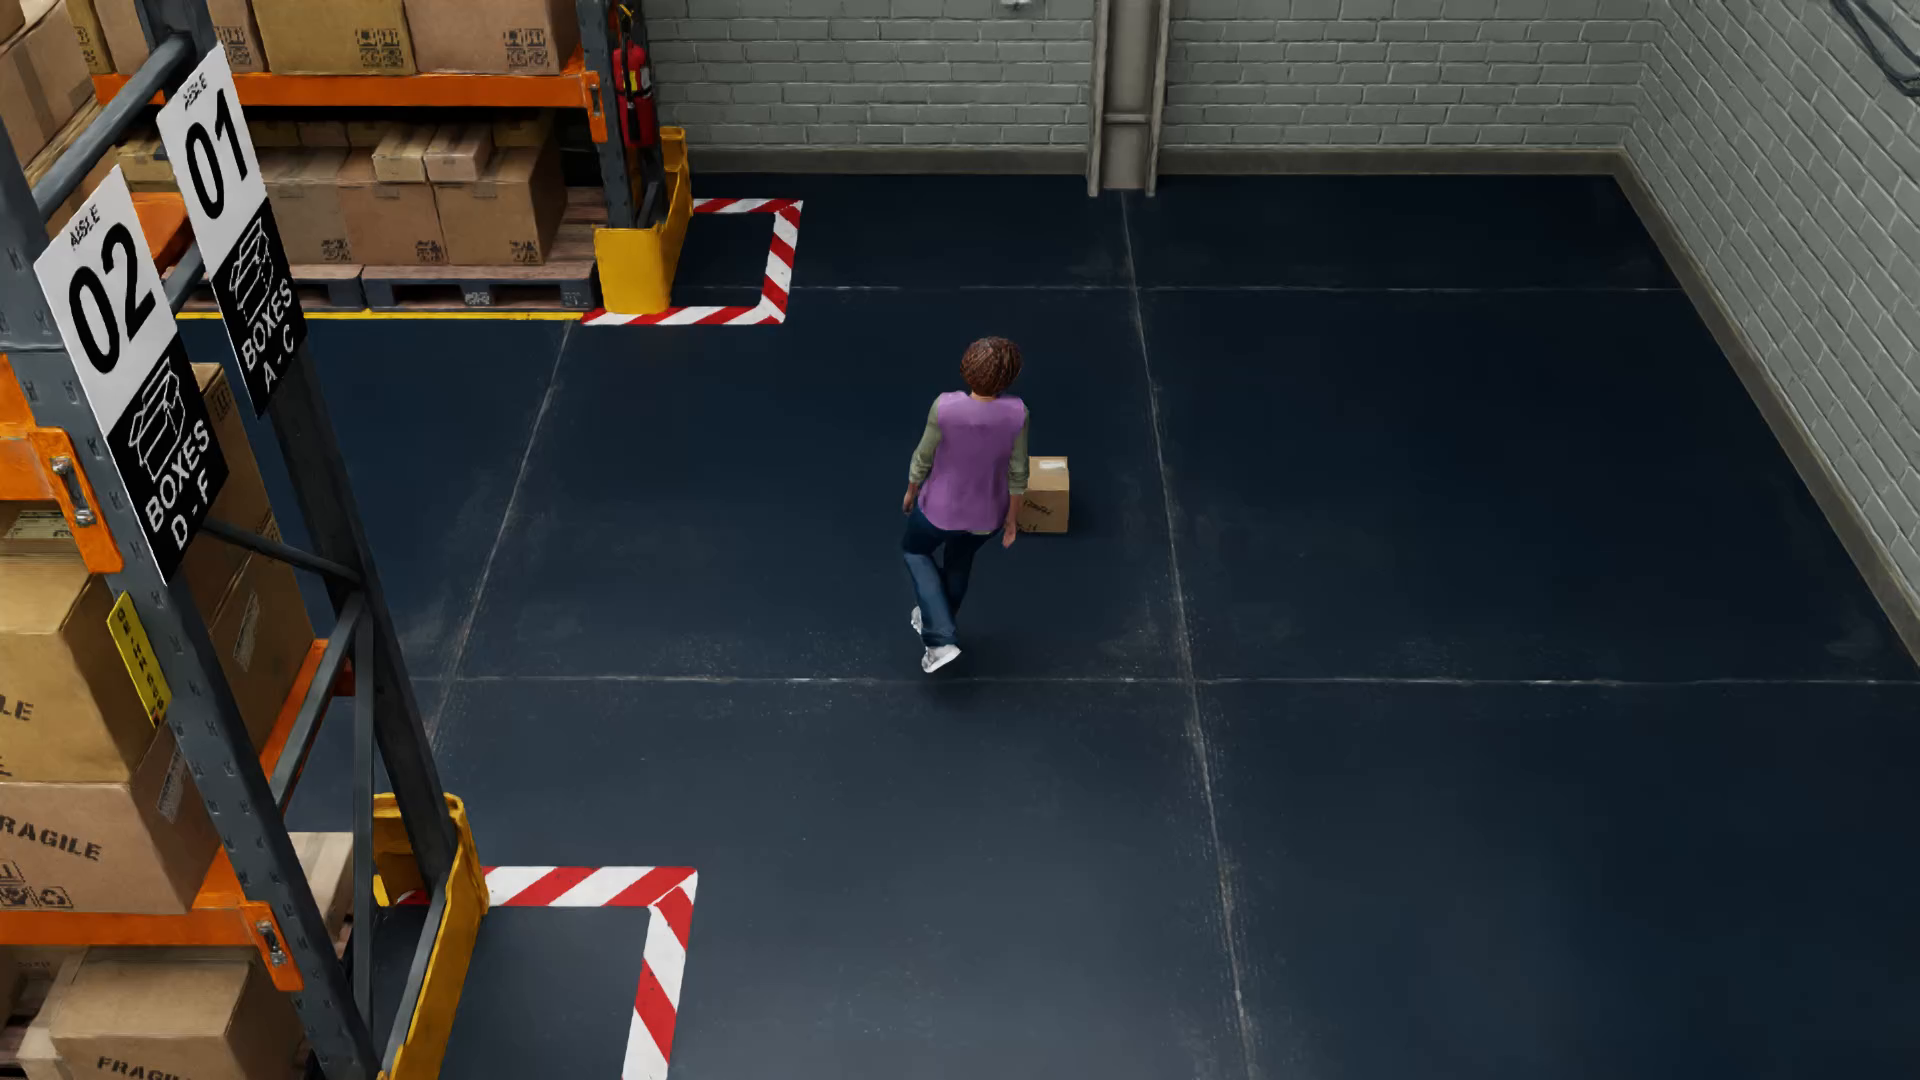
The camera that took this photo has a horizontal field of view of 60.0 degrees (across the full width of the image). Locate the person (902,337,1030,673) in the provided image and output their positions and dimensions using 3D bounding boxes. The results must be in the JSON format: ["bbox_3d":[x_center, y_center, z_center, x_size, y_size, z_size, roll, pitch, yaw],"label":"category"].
[{"bbox_3d":[0.019,-0.120,6.331,0.466,1.558,0.562,-5,40,-6],"label":"person"}]
